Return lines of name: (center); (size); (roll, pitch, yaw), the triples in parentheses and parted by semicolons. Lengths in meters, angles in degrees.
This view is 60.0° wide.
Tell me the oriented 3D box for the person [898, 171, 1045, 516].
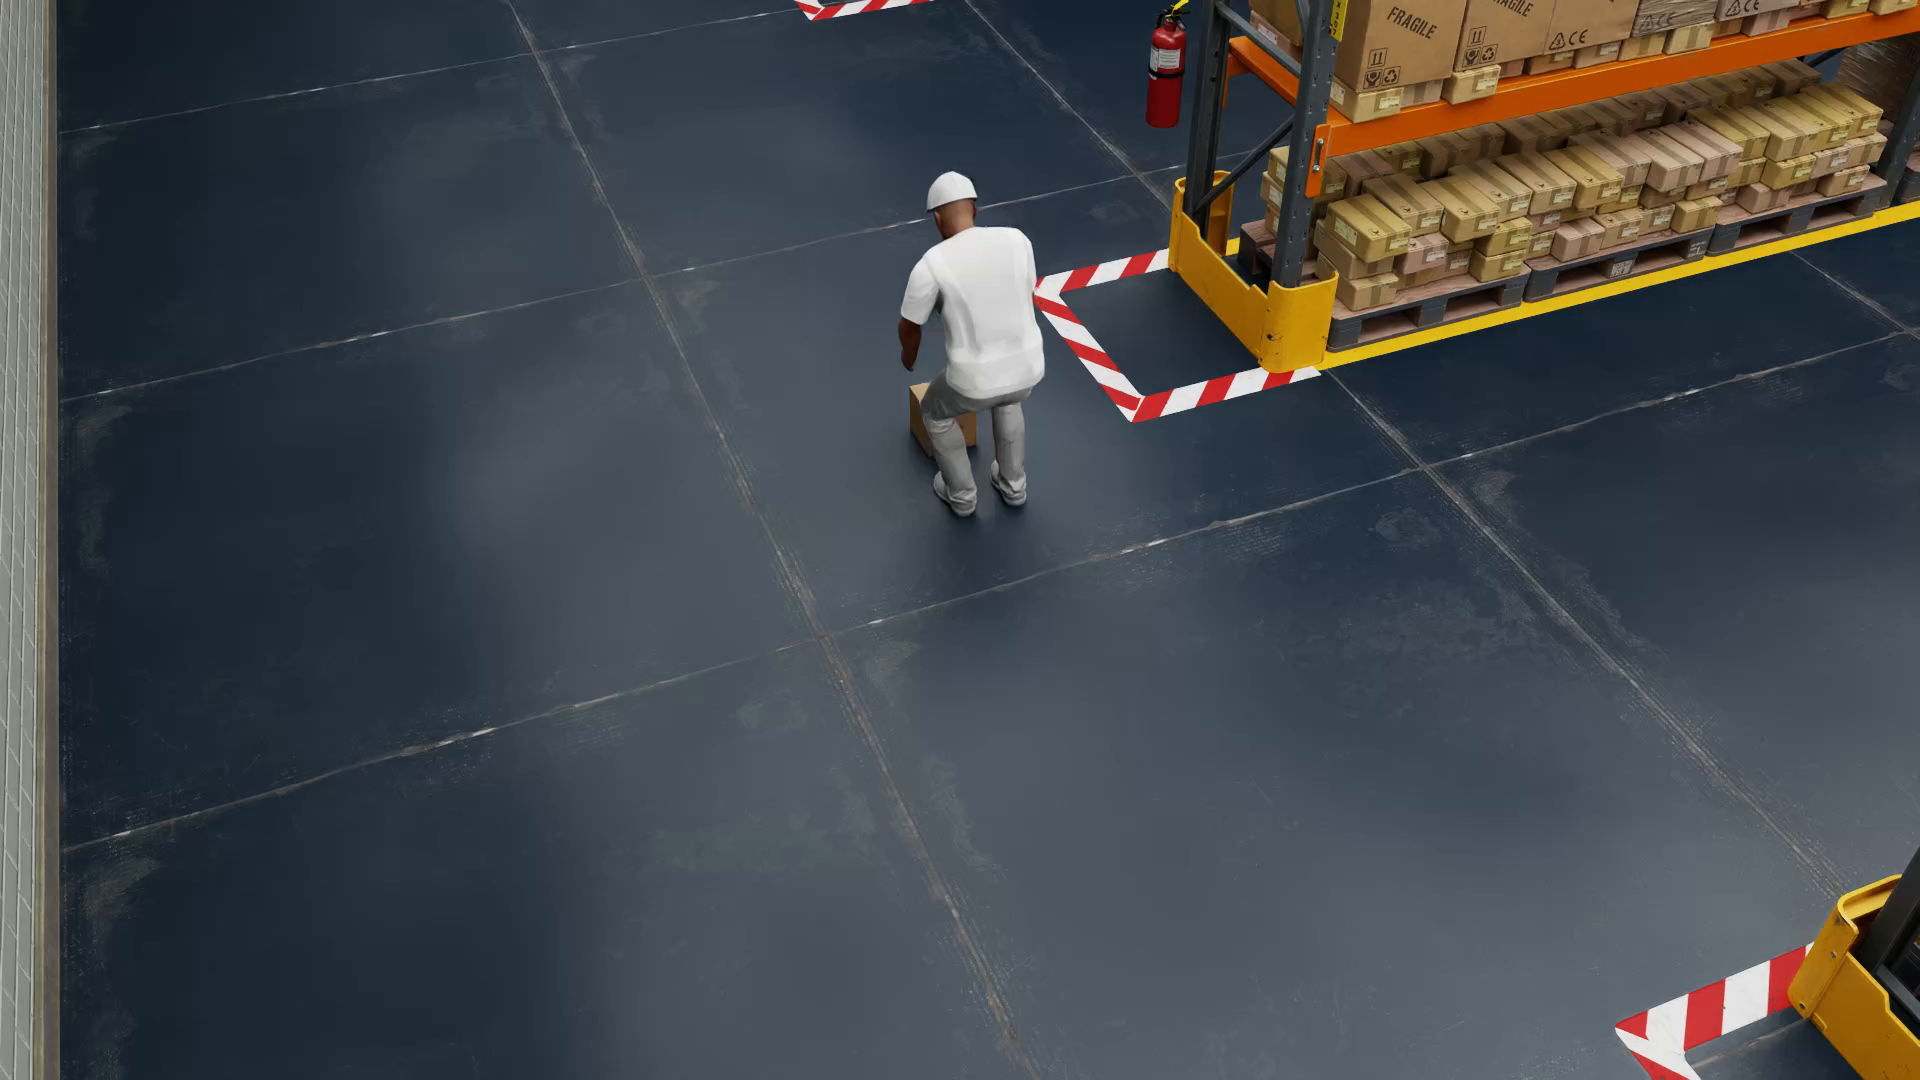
person: (0.049, -0.803, 7.218); (0.625, 1.543, 0.666); (-15, 44, -16)
